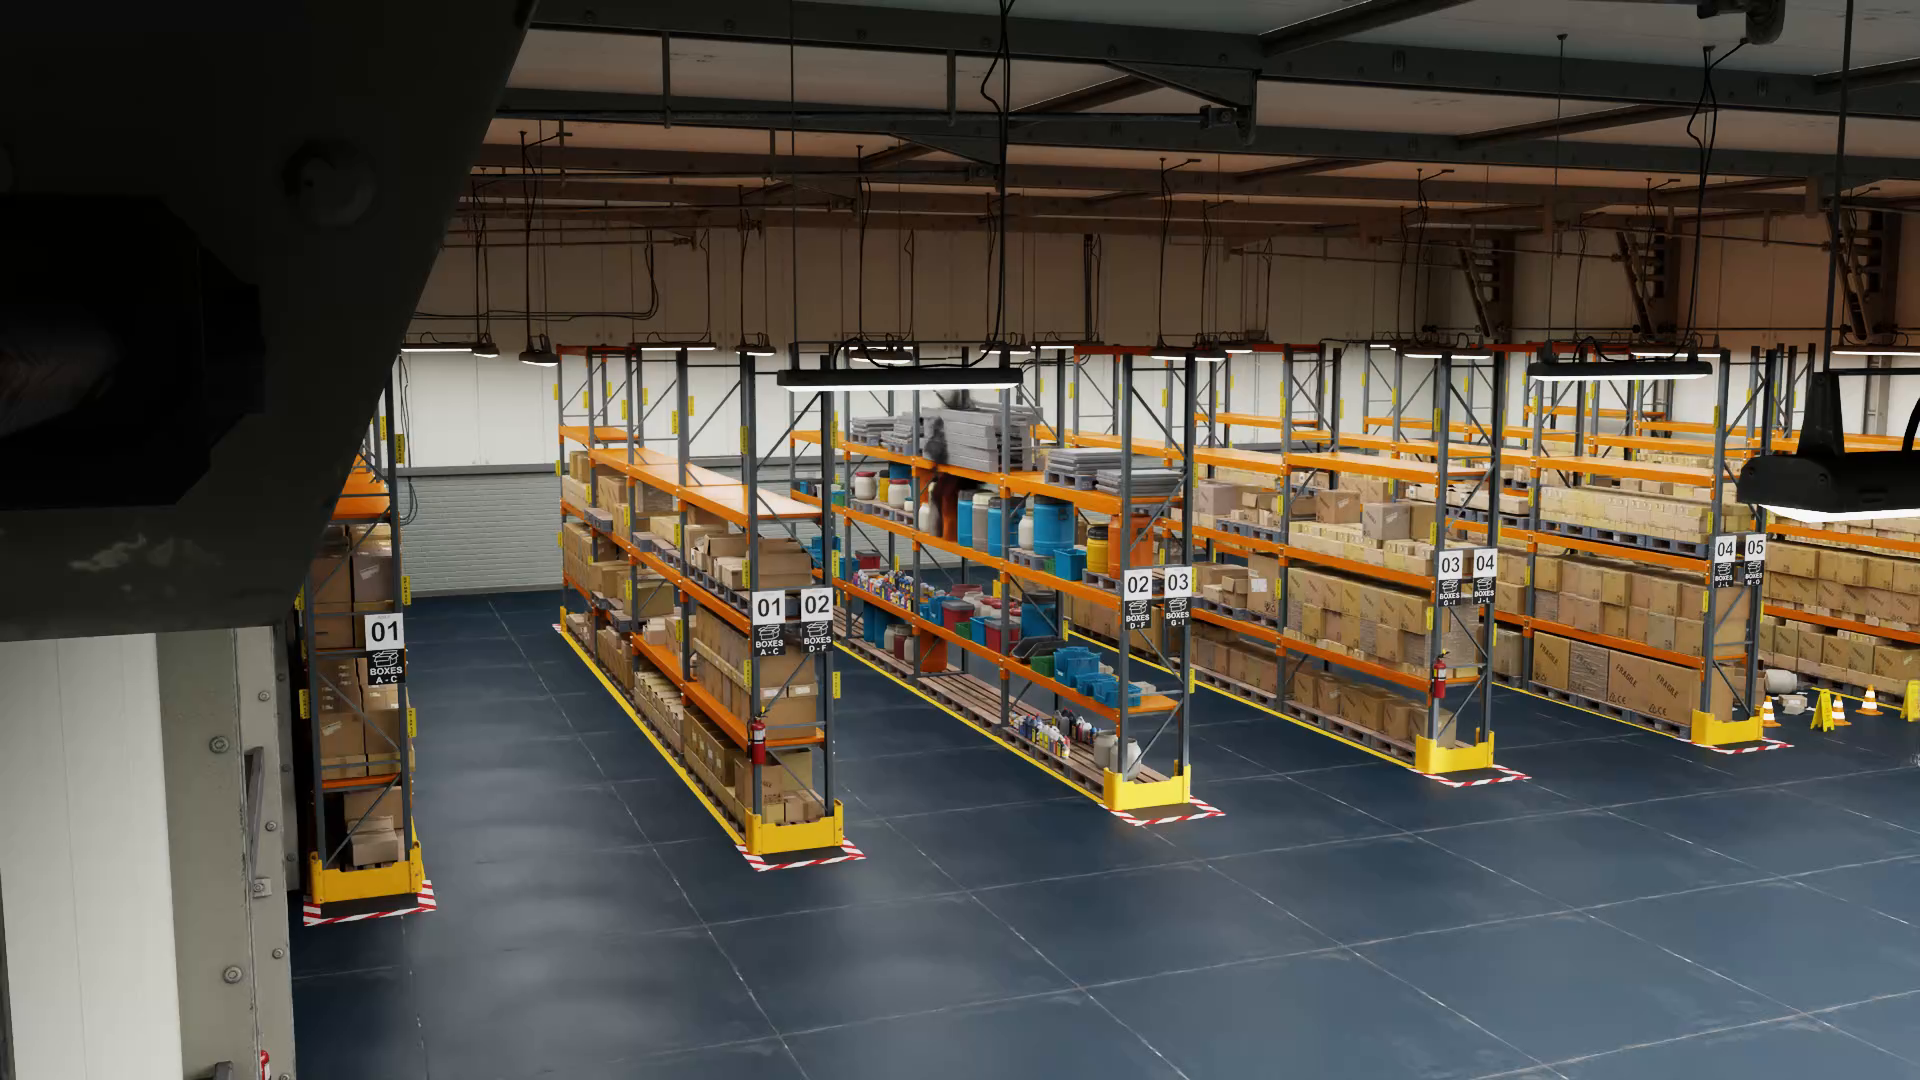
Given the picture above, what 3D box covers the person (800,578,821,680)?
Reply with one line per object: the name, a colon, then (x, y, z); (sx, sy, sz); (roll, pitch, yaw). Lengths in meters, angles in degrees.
person: (-2.617, 1.522, 28.917); (0.673, 1.749, 0.751); (-3, 8, -22)
